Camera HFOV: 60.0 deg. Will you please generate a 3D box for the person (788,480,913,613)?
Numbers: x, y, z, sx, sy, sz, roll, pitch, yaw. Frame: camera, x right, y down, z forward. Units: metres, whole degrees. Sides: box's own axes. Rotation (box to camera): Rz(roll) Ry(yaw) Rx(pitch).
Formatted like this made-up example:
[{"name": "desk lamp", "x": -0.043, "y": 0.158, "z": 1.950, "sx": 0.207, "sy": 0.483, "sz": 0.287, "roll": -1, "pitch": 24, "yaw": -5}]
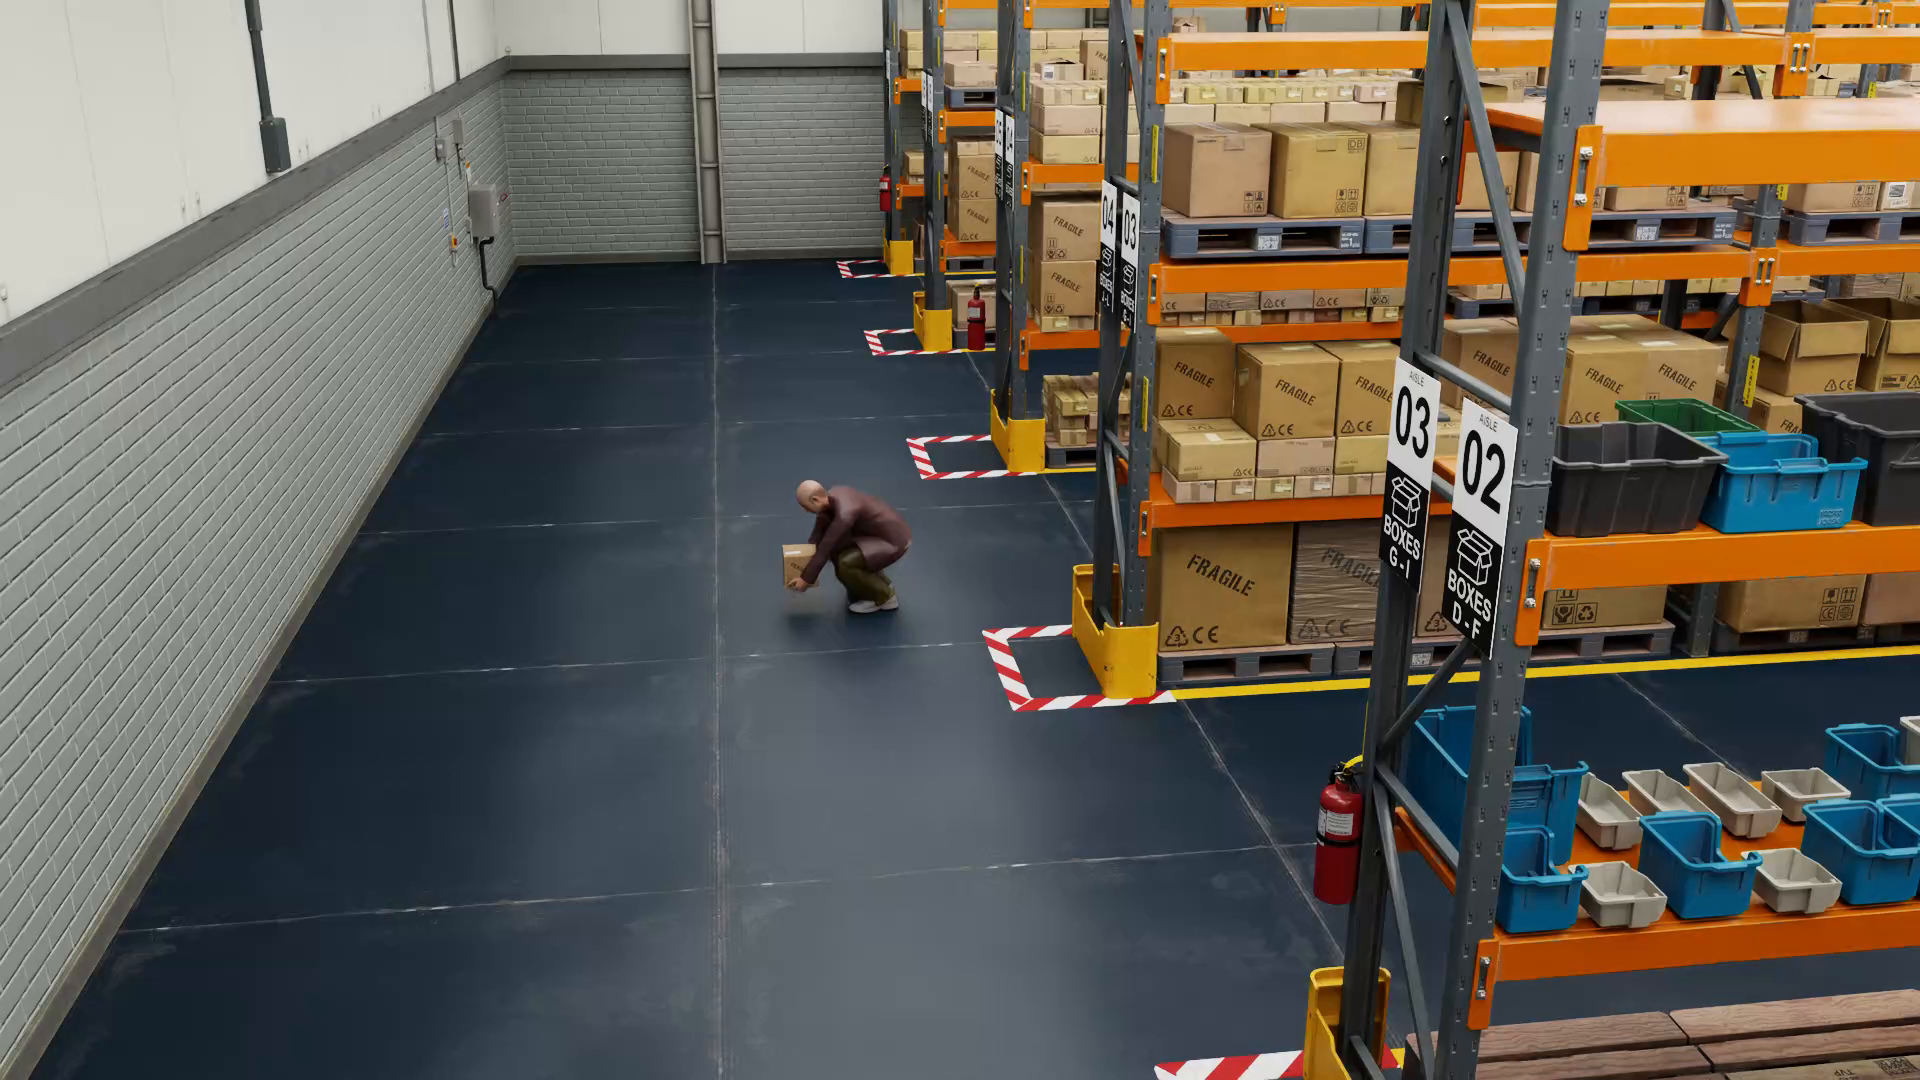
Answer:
[{"name": "person", "x": -0.815, "y": 0.022, "z": 12.225, "sx": 0.940, "sy": 0.980, "sz": 0.577, "roll": -3, "pitch": 20, "yaw": -9}]
